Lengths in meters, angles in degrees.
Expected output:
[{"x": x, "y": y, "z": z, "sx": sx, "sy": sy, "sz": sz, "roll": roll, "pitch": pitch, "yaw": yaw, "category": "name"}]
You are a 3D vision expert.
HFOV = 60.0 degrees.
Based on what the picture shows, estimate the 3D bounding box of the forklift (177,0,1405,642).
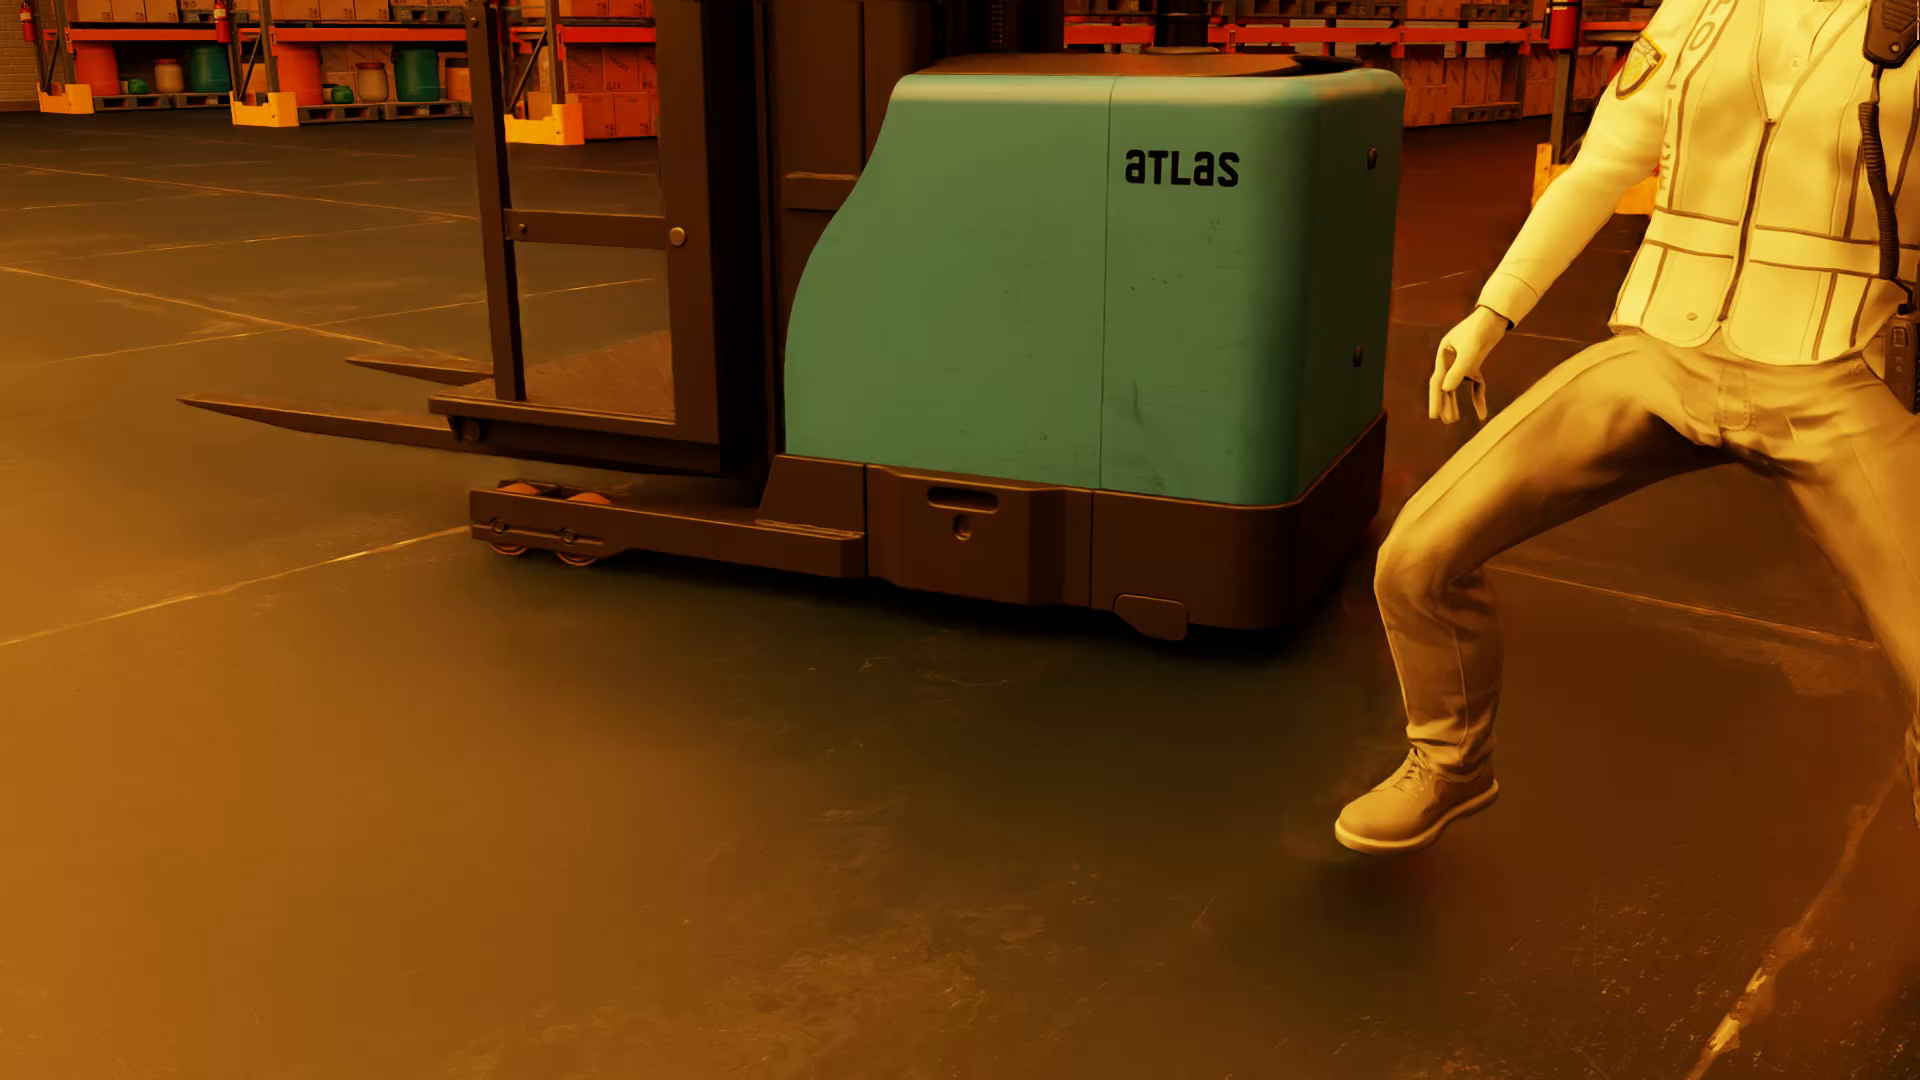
[{"x": -0.565, "y": -1.473, "z": 3.747, "sx": 3.031, "sy": 2.935, "sz": 1.130, "roll": 7, "pitch": 18, "yaw": 23, "category": "forklift"}]

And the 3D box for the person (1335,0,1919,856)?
[{"x": 1.029, "y": -0.217, "z": 2.035, "sx": 0.670, "sy": 1.513, "sz": 0.882, "roll": -15, "pitch": 23, "yaw": -41, "category": "person"}]
